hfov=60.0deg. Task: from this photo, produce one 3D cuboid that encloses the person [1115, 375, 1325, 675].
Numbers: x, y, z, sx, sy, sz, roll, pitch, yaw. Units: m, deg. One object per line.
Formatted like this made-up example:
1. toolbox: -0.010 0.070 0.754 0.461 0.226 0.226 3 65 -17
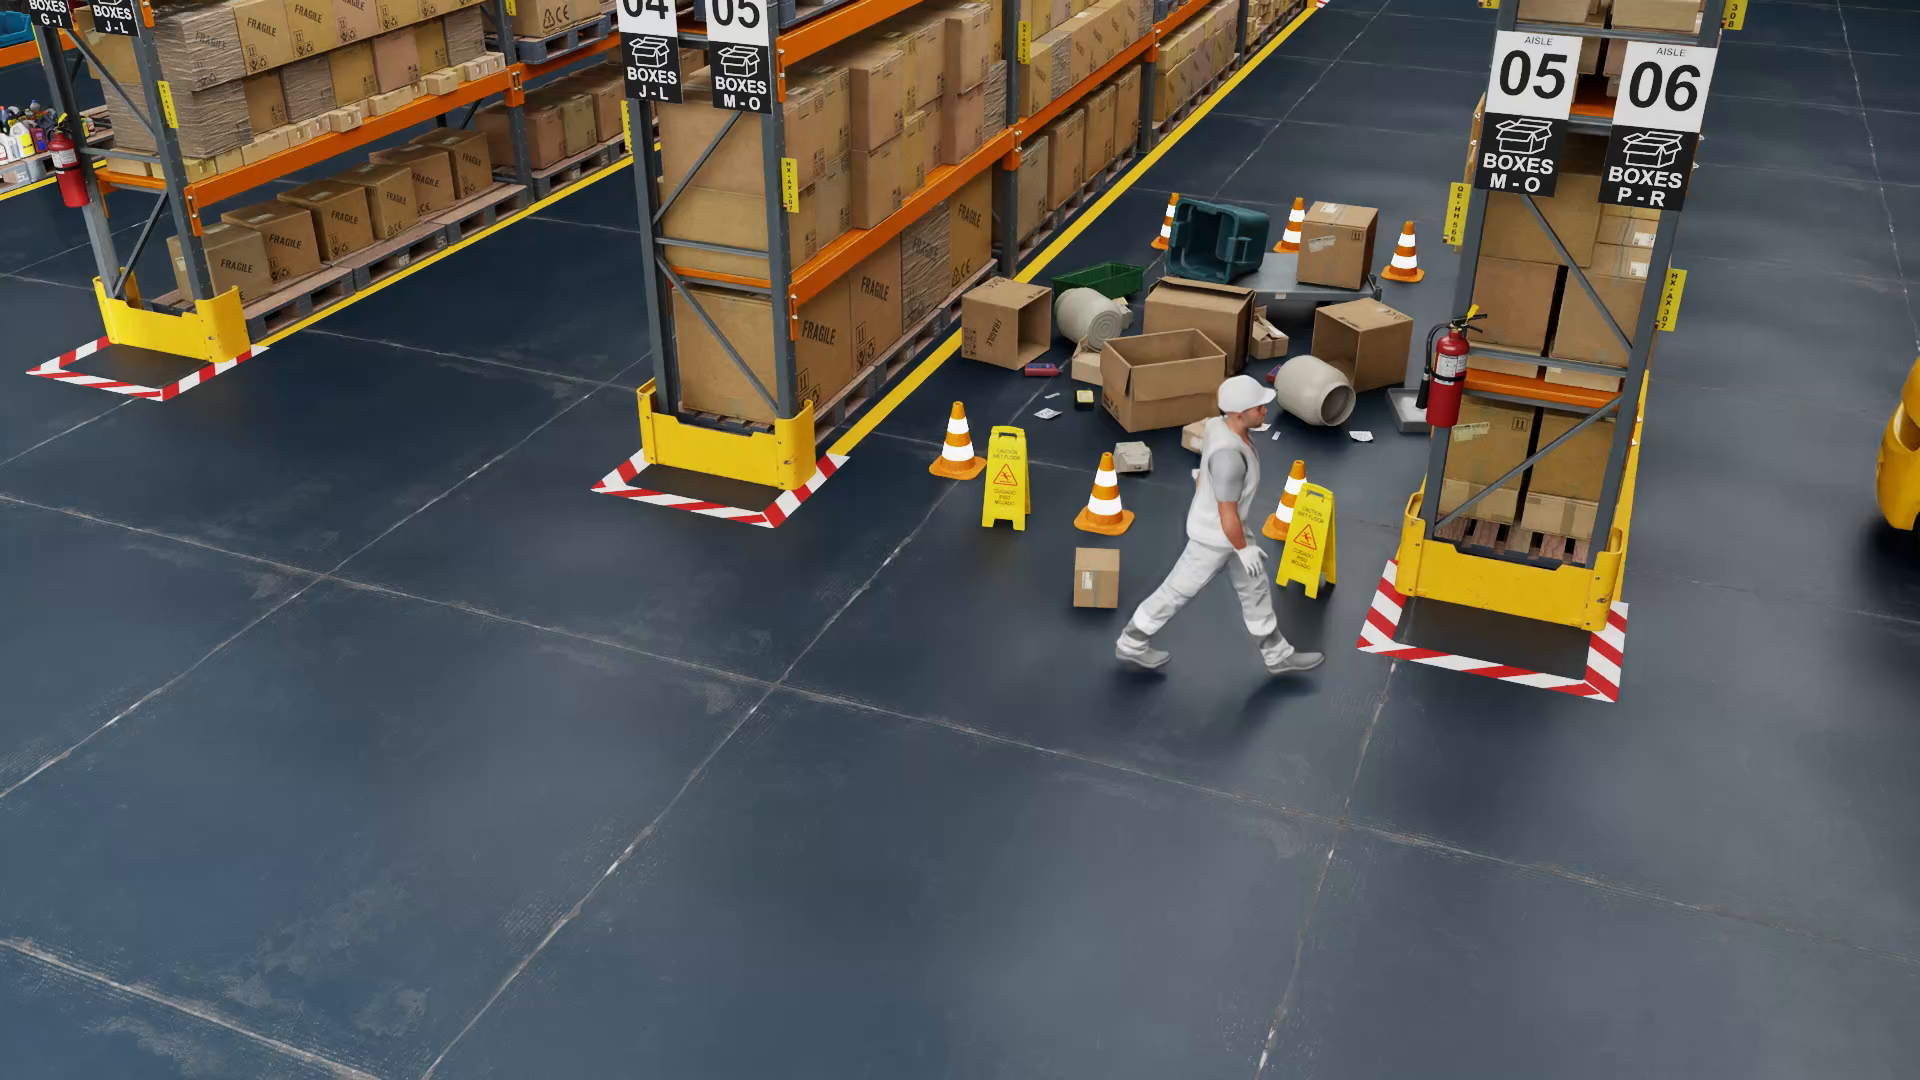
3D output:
1. person: 1.374 -0.043 8.462 1.095 1.727 0.527 7 30 13
